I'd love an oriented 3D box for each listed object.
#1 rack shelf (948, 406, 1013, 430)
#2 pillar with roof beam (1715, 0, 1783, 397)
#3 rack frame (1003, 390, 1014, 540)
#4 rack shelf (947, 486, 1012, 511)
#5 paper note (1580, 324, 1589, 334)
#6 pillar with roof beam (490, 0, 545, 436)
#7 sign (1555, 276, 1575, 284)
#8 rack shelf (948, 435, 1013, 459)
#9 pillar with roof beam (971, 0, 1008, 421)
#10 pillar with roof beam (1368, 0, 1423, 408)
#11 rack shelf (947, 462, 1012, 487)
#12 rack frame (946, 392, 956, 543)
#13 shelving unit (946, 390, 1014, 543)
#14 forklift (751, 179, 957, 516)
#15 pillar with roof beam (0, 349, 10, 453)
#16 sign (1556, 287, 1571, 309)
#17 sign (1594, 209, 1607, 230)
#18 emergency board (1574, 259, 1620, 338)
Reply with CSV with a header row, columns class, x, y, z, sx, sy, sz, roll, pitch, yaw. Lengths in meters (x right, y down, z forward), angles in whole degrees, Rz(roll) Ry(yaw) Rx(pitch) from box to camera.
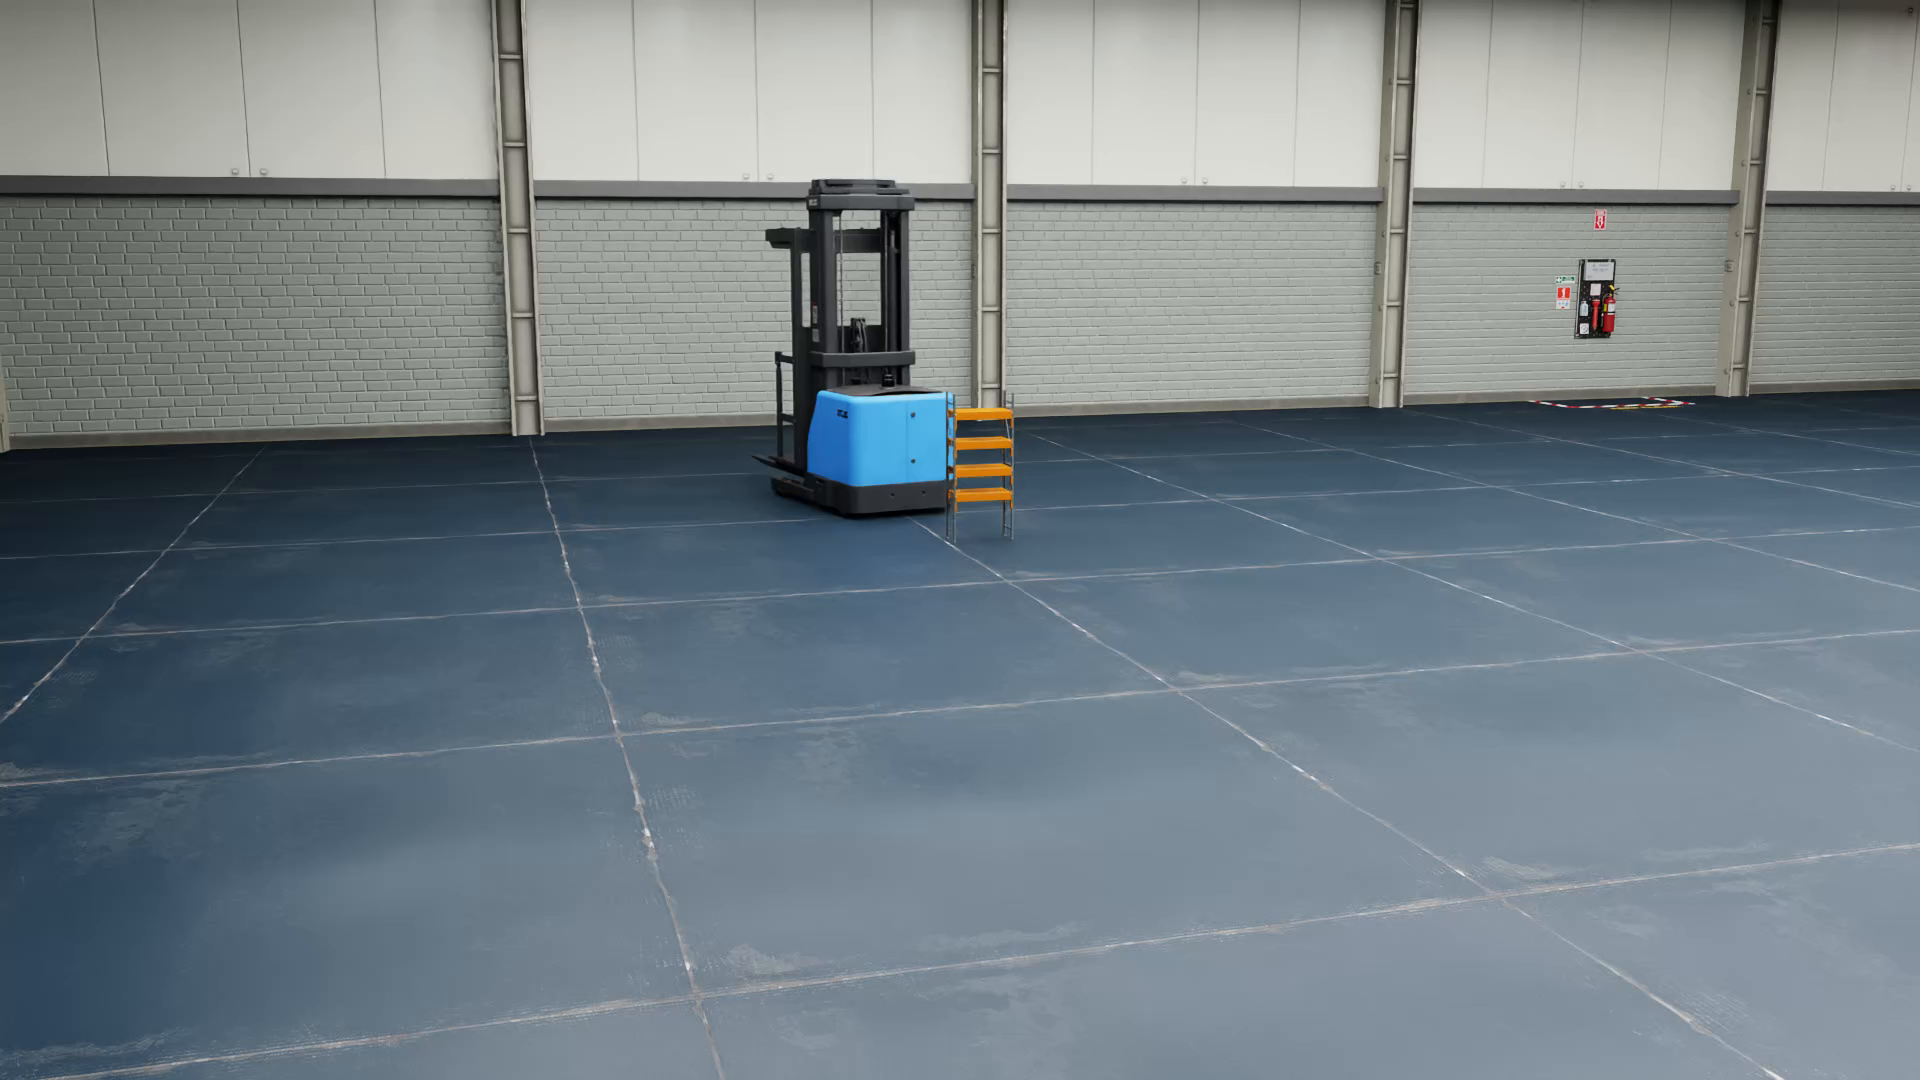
class,x,y,z,sx,sy,sz,roll,pitch,yaw
rack shelf,0.159,-0.985,13.412,0.480,0.148,0.258,-3,11,-16
pillar with roof beam,13.106,-5.907,20.779,0.400,9.000,9.100,-3,11,-16
rack frame,0.393,-0.611,13.550,0.015,1.200,0.240,-3,11,-16
rack shelf,0.159,-0.337,13.531,0.480,0.148,0.258,-3,11,-16
paper note,9.330,-3.157,24.841,0.142,0.148,0.016,-3,11,-16
pillar with roof beam,-4.177,-4.996,15.832,0.400,9.000,9.100,-3,11,-16
sign,8.966,-3.854,24.632,0.331,0.109,0.001,-3,11,-16
rack shelf,0.159,-0.752,13.455,0.480,0.148,0.258,-3,11,-16
pillar with roof beam,1.584,-5.300,17.481,0.400,9.000,9.100,-3,11,-16
pillar with roof beam,7.345,-5.604,19.130,0.400,9.000,9.100,-3,11,-16
rack shelf,0.159,-0.532,13.496,0.480,0.148,0.258,-3,11,-16
rack frame,-0.075,-0.586,13.416,0.015,1.200,0.240,-3,11,-16
shelving unit,0.159,-0.598,13.483,0.503,1.200,0.258,-3,11,-16
forklift,-1.150,-1.878,15.653,1.130,2.935,3.031,-5,12,-27
pillar with roof beam,-9.938,-4.693,14.182,0.400,9.000,9.100,-3,11,-16
sign,8.959,-3.594,24.687,0.234,0.329,0.001,-3,11,-16
sign,9.483,-4.744,24.626,0.199,0.298,0.001,-3,11,-16
emergency board,9.519,-3.587,24.744,0.643,1.169,0.194,-3,11,-16
